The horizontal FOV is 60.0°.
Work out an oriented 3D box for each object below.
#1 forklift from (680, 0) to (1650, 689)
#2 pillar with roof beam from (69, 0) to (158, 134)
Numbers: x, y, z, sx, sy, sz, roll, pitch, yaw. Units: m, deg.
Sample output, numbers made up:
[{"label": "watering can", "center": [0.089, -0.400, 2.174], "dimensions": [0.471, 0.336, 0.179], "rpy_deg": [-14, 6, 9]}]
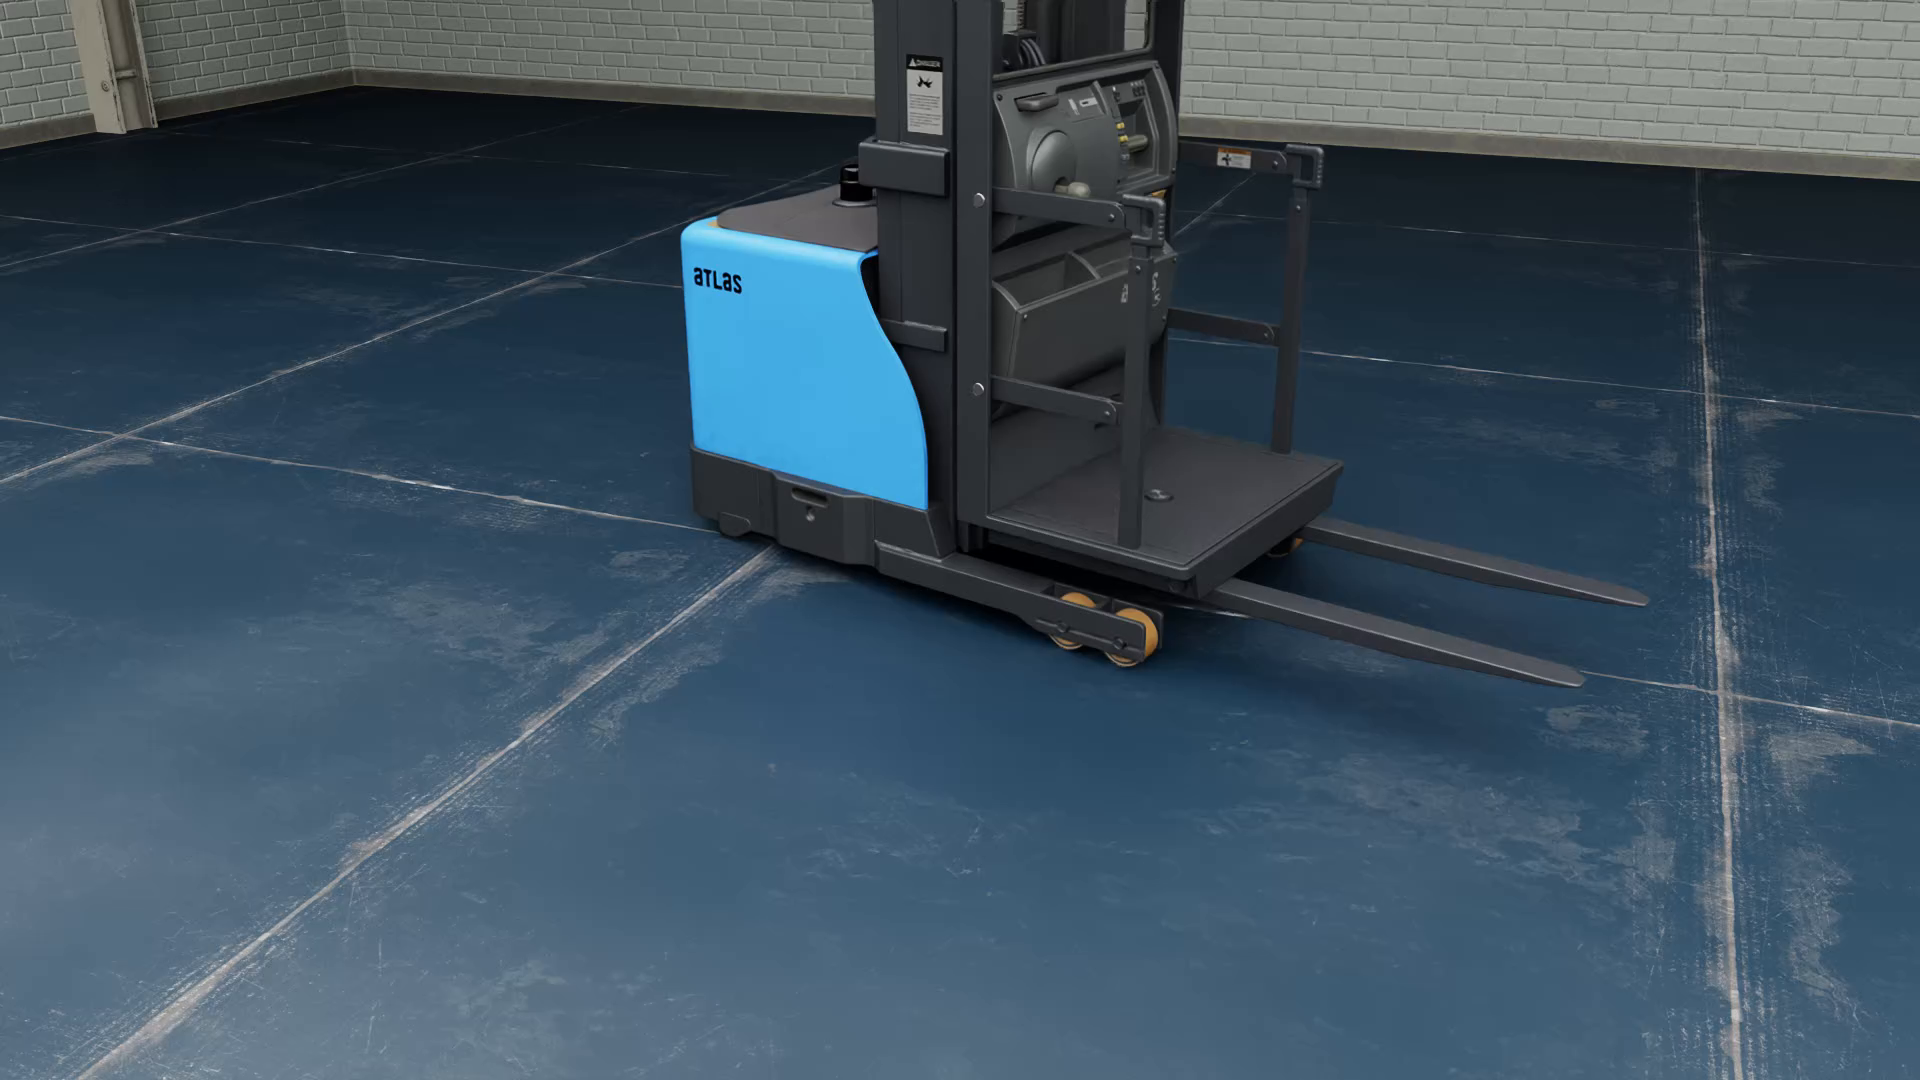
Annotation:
[{"label": "forklift", "center": [0.558, -1.215, 4.856], "dimensions": [3.031, 2.935, 1.130], "rpy_deg": [16, 27, 33]}, {"label": "pillar with roof beam", "center": [-3.054, -7.011, 10.861], "dimensions": [9.100, 9.000, 0.400], "rpy_deg": [9, 24, 20]}]
